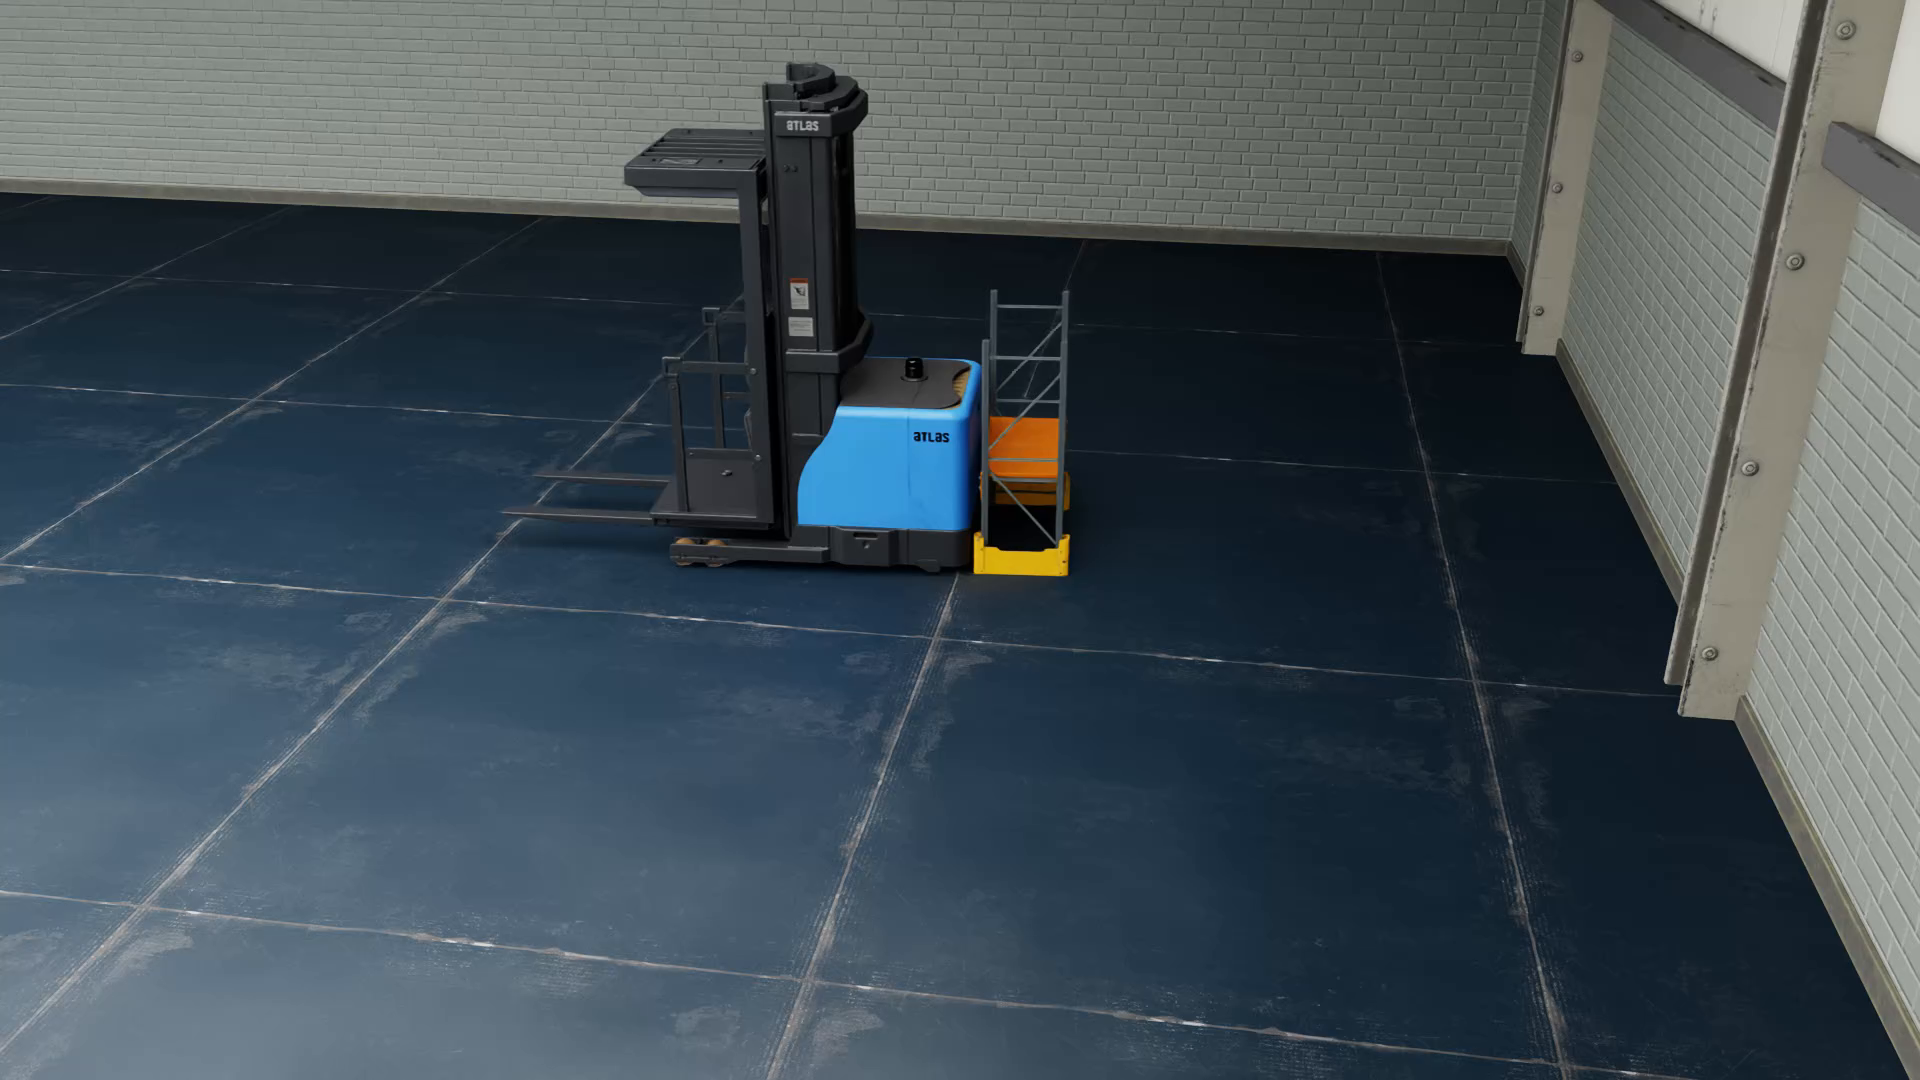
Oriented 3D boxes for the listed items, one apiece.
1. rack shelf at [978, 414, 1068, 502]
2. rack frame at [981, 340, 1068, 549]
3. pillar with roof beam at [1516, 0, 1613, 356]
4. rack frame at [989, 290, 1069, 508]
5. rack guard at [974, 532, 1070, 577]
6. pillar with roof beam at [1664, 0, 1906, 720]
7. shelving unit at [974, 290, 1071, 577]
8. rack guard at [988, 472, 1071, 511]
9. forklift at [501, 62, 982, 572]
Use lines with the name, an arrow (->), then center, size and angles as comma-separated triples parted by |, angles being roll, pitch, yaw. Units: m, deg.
rack shelf -> 0.413, -0.531, 10.539 | 0.538, 0.185, 1.000 | 2, 25, 3
rack frame -> 0.380, -0.478, 10.003 | 0.500, 1.500, 0.032 | 2, 25, 3
pillar with roof beam -> 0.713, -6.028, 13.014 | 9.100, 9.000, 0.400 | 4, 25, 9
rack frame -> 0.446, -0.909, 10.922 | 0.500, 1.500, 0.032 | 2, 25, 3
rack guard -> 0.380, 0.087, 10.269 | 0.587, 0.250, 0.087 | 2, 25, 3
pillar with roof beam -> -0.267, -3.519, 7.653 | 9.100, 9.000, 0.400 | 4, 25, 9
shelving unit -> 0.412, -0.690, 10.454 | 0.587, 1.500, 1.083 | 2, 25, 3
rack guard -> 0.445, -0.334, 11.169 | 0.587, 0.250, 0.087 | 2, 25, 3
forklift -> -1.392, -1.378, 10.236 | 3.031, 2.935, 1.130 | 2, 25, 5
